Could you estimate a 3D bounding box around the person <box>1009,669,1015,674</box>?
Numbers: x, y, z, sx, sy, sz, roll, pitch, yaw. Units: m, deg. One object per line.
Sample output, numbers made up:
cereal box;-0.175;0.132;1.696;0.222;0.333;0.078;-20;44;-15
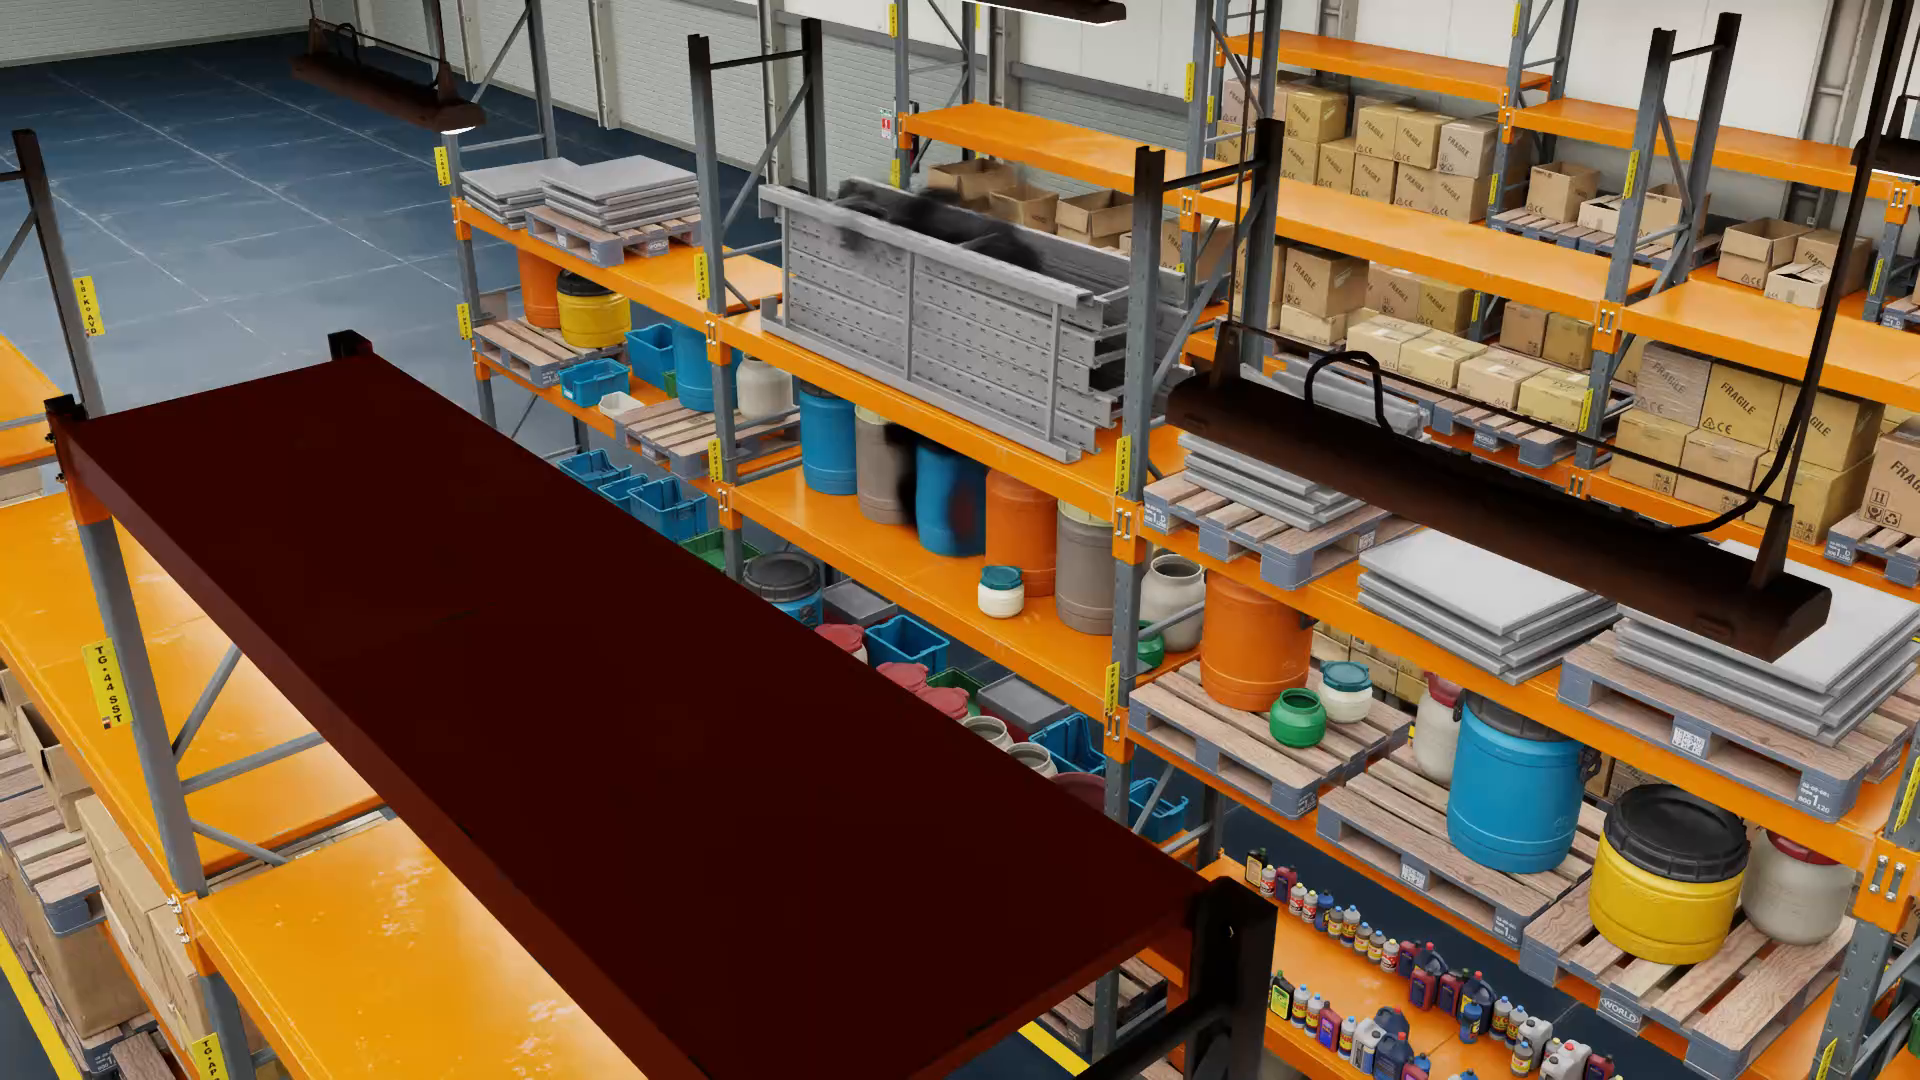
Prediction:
person;0.507;0.801;14.131;0.641;1.671;0.592;22;34;37
